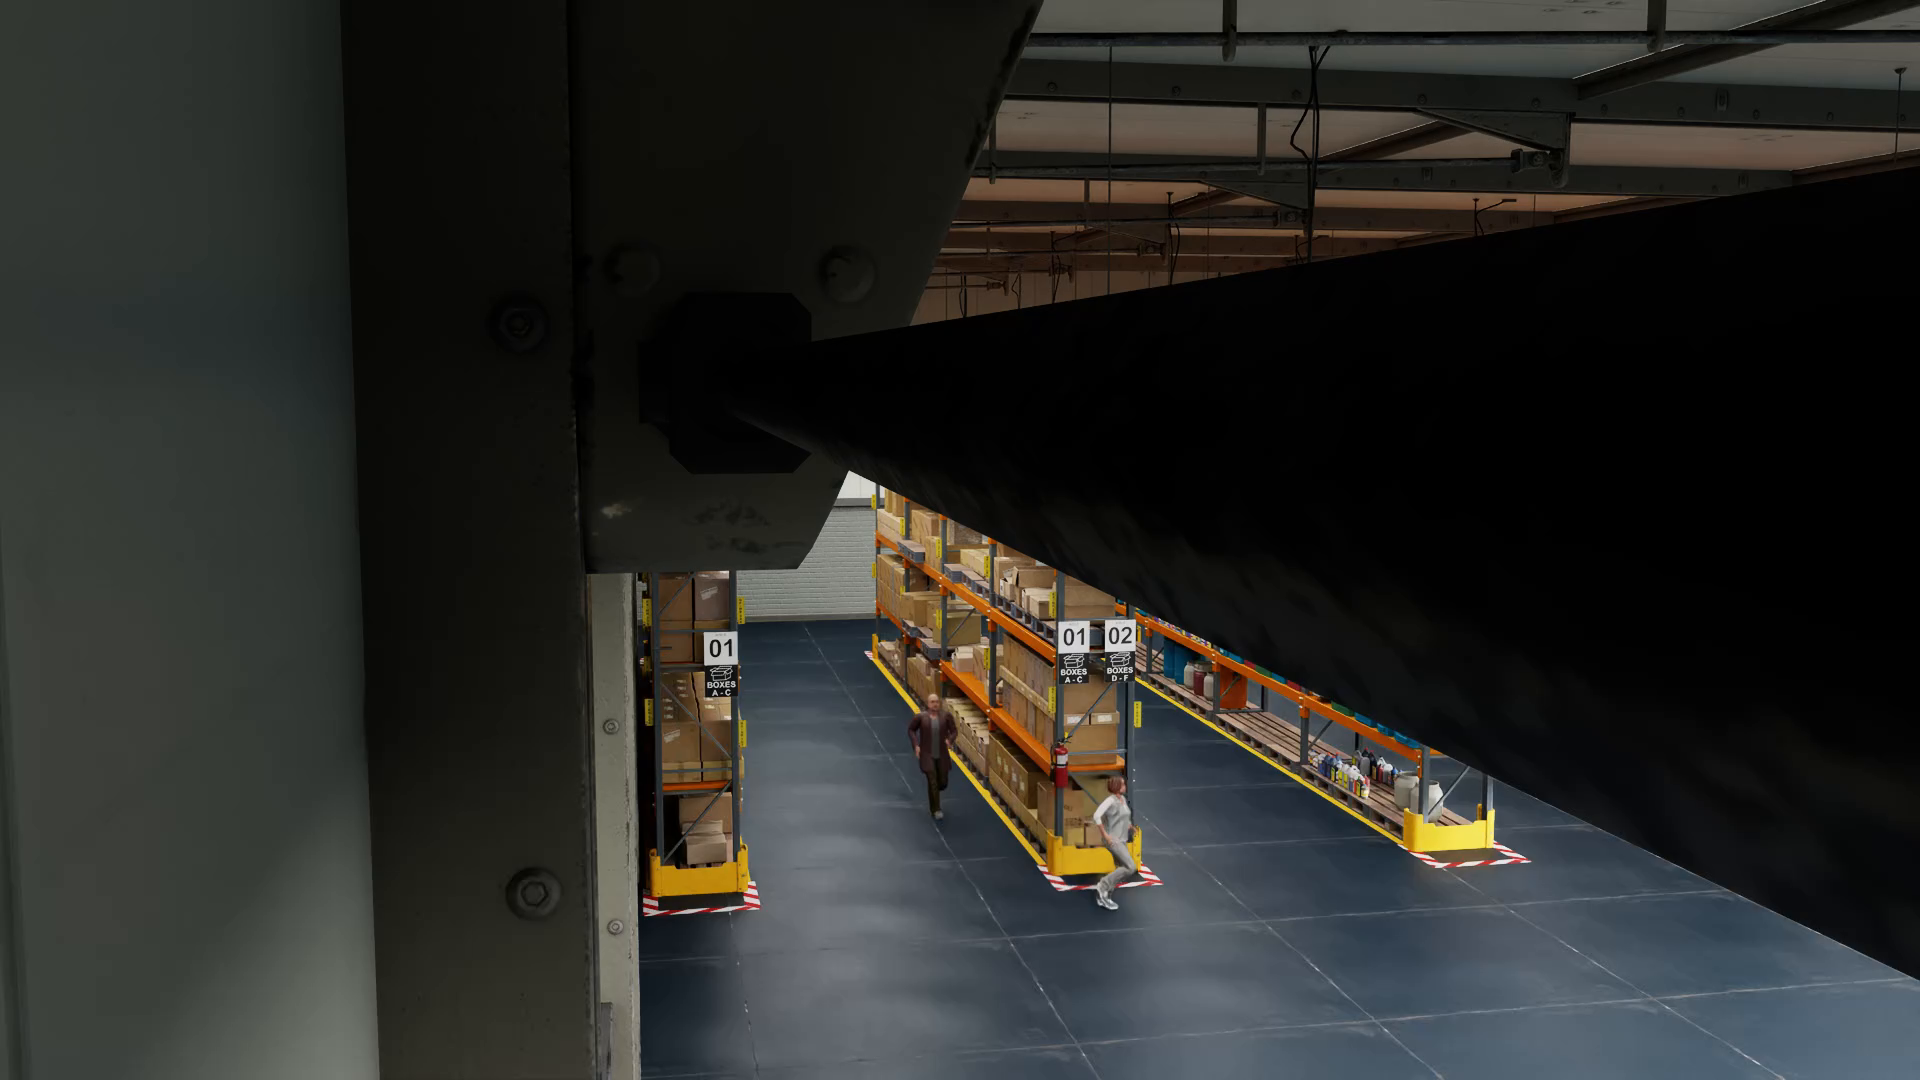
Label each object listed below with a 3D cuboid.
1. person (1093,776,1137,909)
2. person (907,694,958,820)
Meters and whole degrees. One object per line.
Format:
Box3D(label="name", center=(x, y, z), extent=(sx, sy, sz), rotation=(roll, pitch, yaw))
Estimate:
Box3D(label="person", center=(1.861, 3.558, 19.590), extent=(0.489, 1.546, 0.560), rotation=(2, 6, 19))
Box3D(label="person", center=(-0.376, 3.043, 23.564), extent=(0.709, 1.742, 0.737), rotation=(-1, 6, -12))
